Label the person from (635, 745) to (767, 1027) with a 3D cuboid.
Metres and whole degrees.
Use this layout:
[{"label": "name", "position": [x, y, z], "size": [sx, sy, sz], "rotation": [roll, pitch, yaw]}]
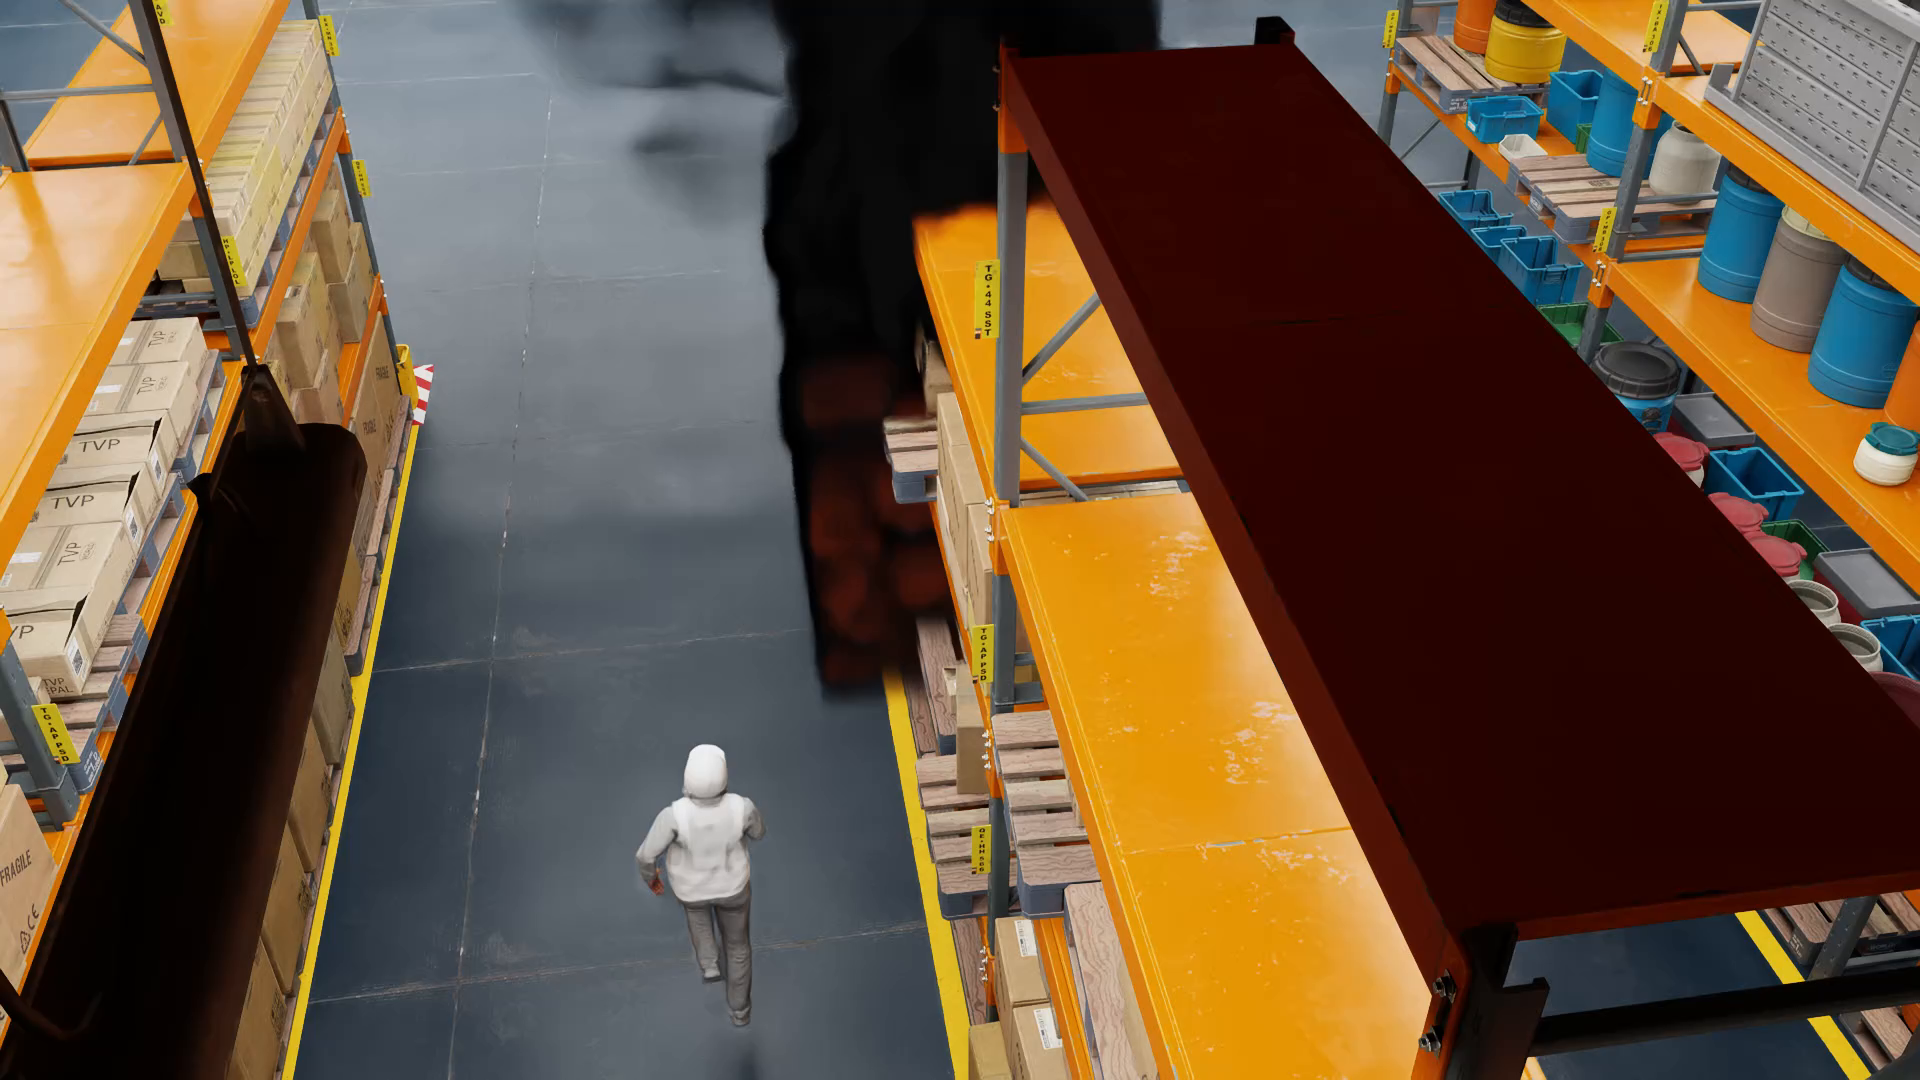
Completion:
[{"label": "person", "position": [-1.369, 1.816, 9.019], "size": [0.680, 1.764, 0.793], "rotation": [-5, 37, -7]}]
